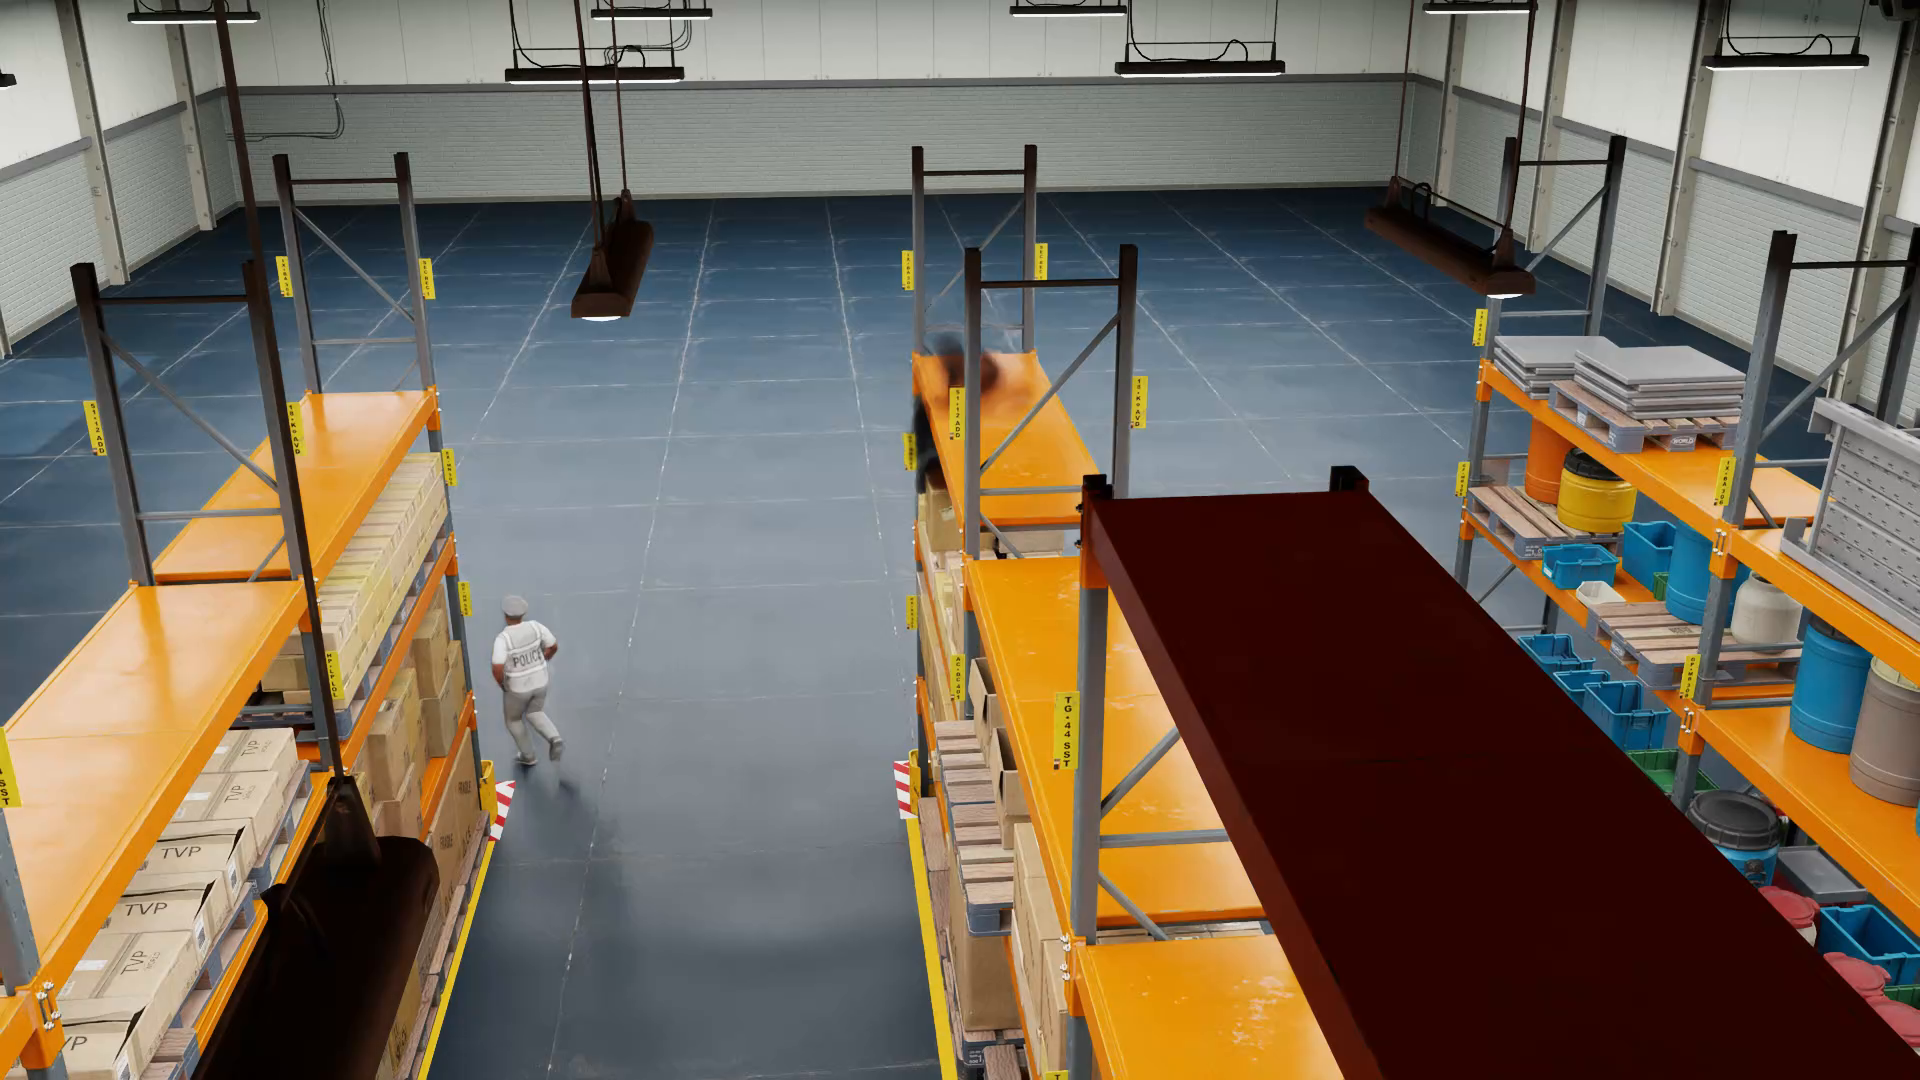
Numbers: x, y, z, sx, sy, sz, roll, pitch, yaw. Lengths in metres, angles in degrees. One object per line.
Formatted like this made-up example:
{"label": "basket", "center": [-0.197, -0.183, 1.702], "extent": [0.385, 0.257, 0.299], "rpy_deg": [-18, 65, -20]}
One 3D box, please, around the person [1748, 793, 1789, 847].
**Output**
{"label": "person", "center": [6.772, 2.245, 13.596], "extent": [0.653, 1.750, 0.720], "rpy_deg": [-4, 22, -10]}

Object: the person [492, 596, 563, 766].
{"label": "person", "center": [-4.102, 1.388, 15.810], "extent": [0.650, 1.776, 0.660], "rpy_deg": [17, 27, 37]}
